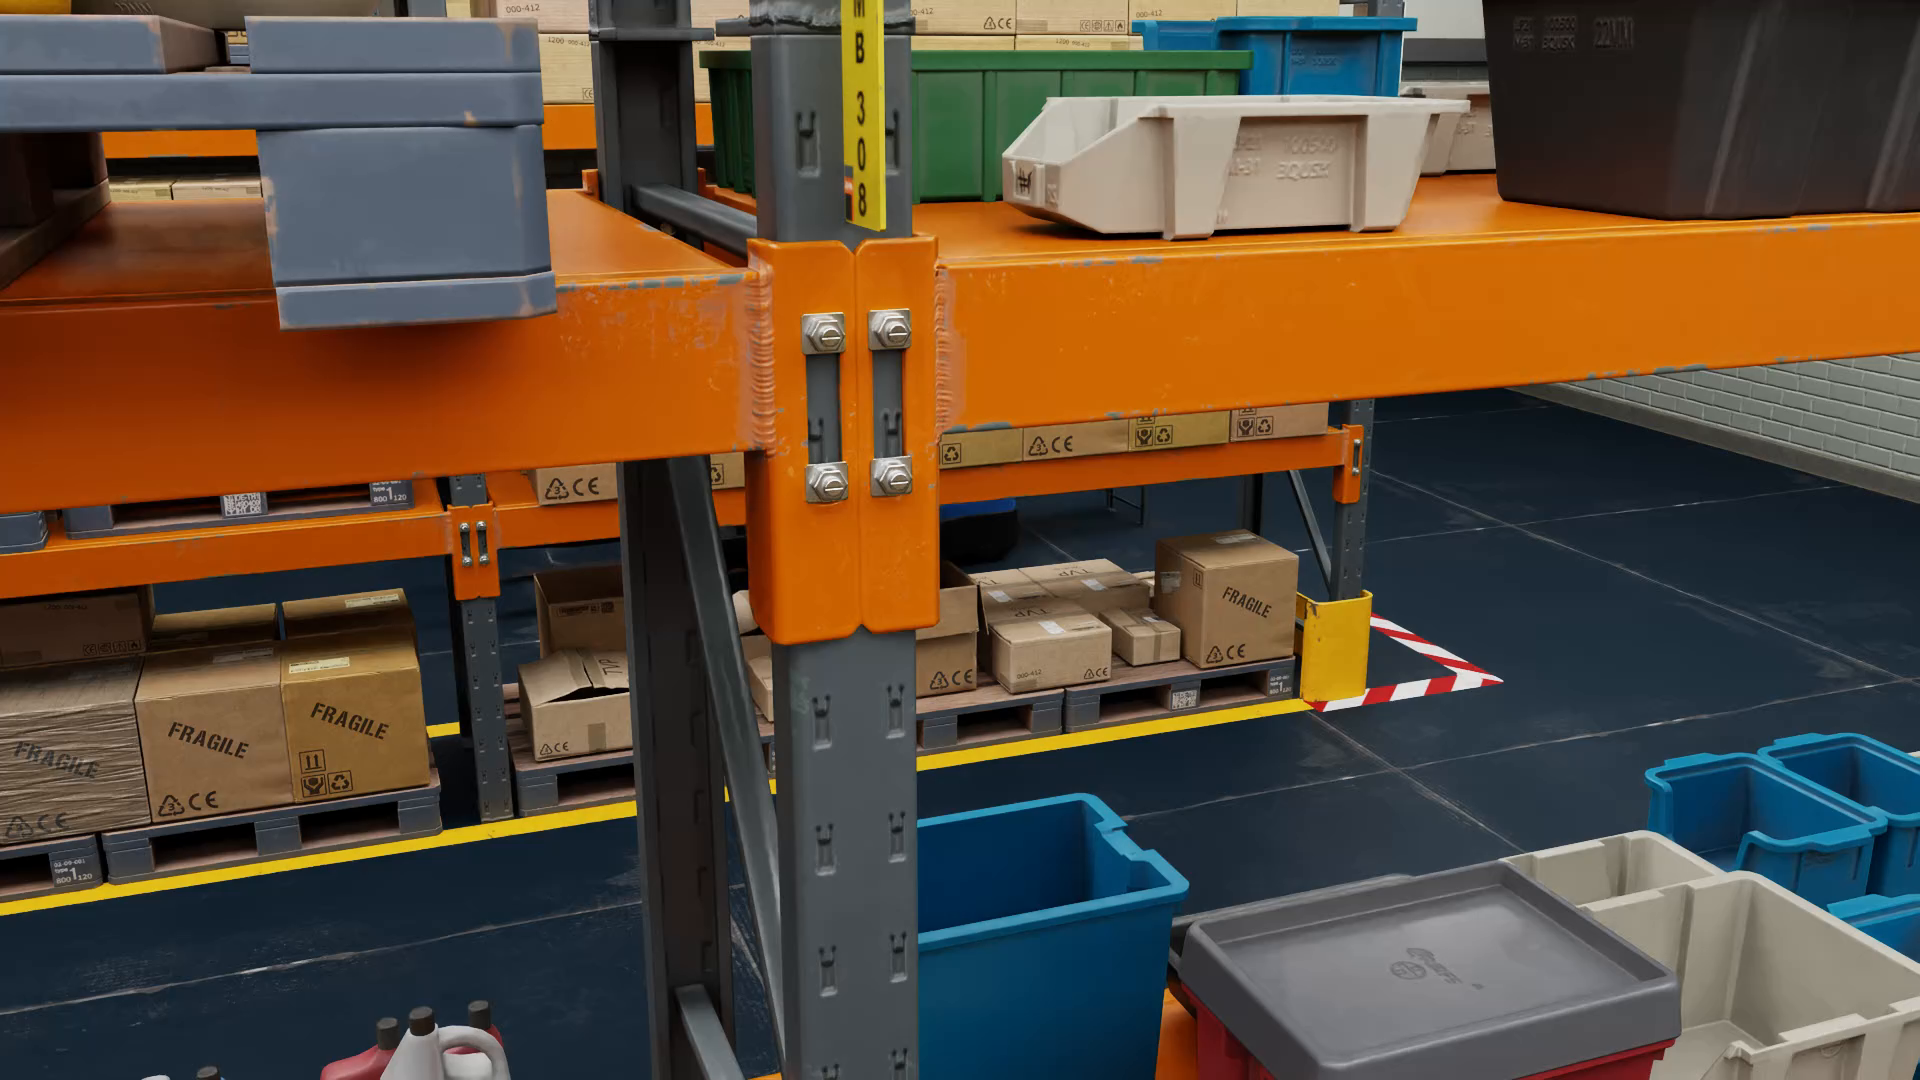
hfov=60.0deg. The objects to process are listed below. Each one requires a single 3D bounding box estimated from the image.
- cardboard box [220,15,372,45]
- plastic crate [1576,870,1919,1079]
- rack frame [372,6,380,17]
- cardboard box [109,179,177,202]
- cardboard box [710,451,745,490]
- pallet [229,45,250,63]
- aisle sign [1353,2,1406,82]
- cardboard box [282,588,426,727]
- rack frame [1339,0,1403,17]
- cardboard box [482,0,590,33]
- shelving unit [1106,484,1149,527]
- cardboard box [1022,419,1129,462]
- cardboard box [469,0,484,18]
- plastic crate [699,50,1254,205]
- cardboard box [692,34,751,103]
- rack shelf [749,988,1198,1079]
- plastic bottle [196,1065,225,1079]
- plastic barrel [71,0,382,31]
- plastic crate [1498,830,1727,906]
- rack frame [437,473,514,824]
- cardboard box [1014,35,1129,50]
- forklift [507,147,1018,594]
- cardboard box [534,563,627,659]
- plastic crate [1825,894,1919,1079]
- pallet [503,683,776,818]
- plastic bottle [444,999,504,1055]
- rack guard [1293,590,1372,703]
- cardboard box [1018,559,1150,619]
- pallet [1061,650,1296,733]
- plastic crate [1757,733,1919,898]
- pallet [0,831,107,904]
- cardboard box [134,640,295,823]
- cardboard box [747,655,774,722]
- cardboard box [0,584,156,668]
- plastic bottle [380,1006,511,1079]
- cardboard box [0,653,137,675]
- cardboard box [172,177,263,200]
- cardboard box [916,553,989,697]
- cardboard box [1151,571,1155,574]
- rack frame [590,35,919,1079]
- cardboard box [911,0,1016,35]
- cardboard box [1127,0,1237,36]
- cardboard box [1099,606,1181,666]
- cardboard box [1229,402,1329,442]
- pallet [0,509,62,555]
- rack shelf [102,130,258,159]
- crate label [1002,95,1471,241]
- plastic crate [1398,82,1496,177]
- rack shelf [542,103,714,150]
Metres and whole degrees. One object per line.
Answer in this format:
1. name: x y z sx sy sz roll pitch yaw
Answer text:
1. cardboard box: -2.543 -2.137 6.126 0.600 0.600 0.600 -8 18 -25
2. plastic crate: 1.215 0.795 2.671 0.530 0.282 0.437 -6 17 -20
3. rack frame: -3.822 -4.613 10.335 0.127 3.000 1.000 -6 17 -20
4. cardboard box: -5.124 -2.080 10.284 0.500 0.250 0.500 -6 17 -19
5. cardboard box: -0.995 -0.511 6.839 0.500 0.500 0.500 -6 17 -19
6. pallet: -2.680 -1.733 6.186 1.003 0.211 1.213 -6 17 -20
7. aisle sign: 1.863 -2.008 7.499 0.004 0.787 0.394 -6 17 -20
8. cardboard box: -2.585 0.542 7.086 0.500 0.500 0.500 -7 18 -23
9. rack frame: 1.689 -3.713 7.271 0.127 3.000 1.000 -6 17 -20
10. cardboard box: -1.503 -2.022 6.216 0.500 0.250 0.500 -6 17 -20
11. shelving unit: 0.650 -0.813 10.705 1.048 1.500 0.538 -7 18 -23
12. cardboard box: 0.417 -0.664 7.357 0.500 0.500 0.500 -6 17 -20
13. cardboard box: -1.689 -2.159 6.681 0.500 0.250 0.500 -6 17 -20
14. plastic crate: 0.011 -0.587 2.327 0.662 0.188 0.450 -6 17 -20
15. cardboard box: -1.035 -1.832 6.455 0.500 0.250 0.500 -6 17 -20
16. rack shelf: 1.591 1.016 3.092 4.000 0.370 1.077 -6 17 -20
17. plastic bottle: -1.089 0.899 2.443 0.097 0.271 0.097 0 16 0
18. plastic barrel: -0.858 -0.846 1.847 0.433 0.535 0.433 0 16 0
19. plastic crate: 1.242 0.715 3.200 0.466 0.136 0.293 -6 17 -20
20. rack frame: -2.046 -0.431 6.743 0.127 3.000 1.000 -6 17 -20
21. cardboard box: 0.371 -1.979 6.957 0.500 0.250 0.500 -6 17 -20
22. forklift: -1.206 -1.252 9.658 3.031 2.935 1.130 -7 18 -23
23. cardboard box: -1.615 0.425 7.483 0.500 0.500 0.500 -6 17 -20
24. plastic crate: 1.632 0.795 2.758 0.300 0.233 0.416 -6 17 -20
25. pallet: -1.404 0.838 7.371 1.213 0.211 1.003 -6 17 -20
26. plastic bottle: -0.772 0.853 2.577 0.133 0.283 0.061 -6 17 -20
27. rack guard: 1.618 0.372 8.443 0.348 0.500 1.175 -6 17 -20
28. cardboard box: 0.613 0.304 8.338 0.500 0.250 0.500 -6 17 -20
29. pallet: 0.874 0.592 8.209 1.213 0.211 1.003 -6 17 -20
30. plastic crate: 1.880 0.592 3.451 0.300 0.233 0.416 -6 17 -20
31. pallet: -3.933 1.123 6.400 1.213 0.211 1.003 -6 17 -20
32. cardboard box: -2.869 0.730 6.445 0.500 0.500 0.500 -6 17 -20
33. cardboard box: -0.772 0.642 7.337 0.250 0.166 0.380 -6 17 -20
34. cardboard box: -3.519 0.283 6.637 0.500 0.250 0.500 -6 17 -20
35. plastic bottle: -0.759 0.850 2.467 0.185 0.351 0.144 -6 17 -20
36. cardboard box: -3.548 0.647 6.728 0.500 0.500 0.500 -6 17 -19
37. cardboard box: -4.647 -2.131 10.459 0.500 0.250 0.500 -6 17 -19
38. cardboard box: -0.293 0.365 7.683 0.637 0.503 0.797 -6 17 -20
39. cardboard box: 1.175 0.274 8.620 0.250 0.149 0.380 -6 17 -20
40. rack frame: -0.277 0.872 2.304 0.127 3.000 1.000 -6 17 -20
41. cardboard box: -0.099 -2.171 6.722 0.500 0.250 0.500 -6 17 -20
42. cardboard box: 0.834 -2.272 7.068 0.500 0.250 0.500 -6 17 -20
43. cardboard box: 0.859 0.451 7.988 0.250 0.166 0.380 -6 17 -20
44. cardboard box: 1.368 -0.766 7.705 0.500 0.500 0.500 -6 17 -18
45. pallet: -3.967 -0.133 6.069 1.213 0.211 1.003 -6 17 -20
46. rack shelf: -3.913 -1.324 5.735 4.000 0.370 1.077 -6 17 -20
47. crate label: 0.283 -0.414 1.828 0.466 0.136 0.293 -6 17 -20
48. plastic crate: 0.775 -0.669 2.696 0.466 0.136 0.293 -6 17 -20
49. rack shelf: -0.178 -1.727 7.109 4.000 0.370 1.077 -6 17 -20
